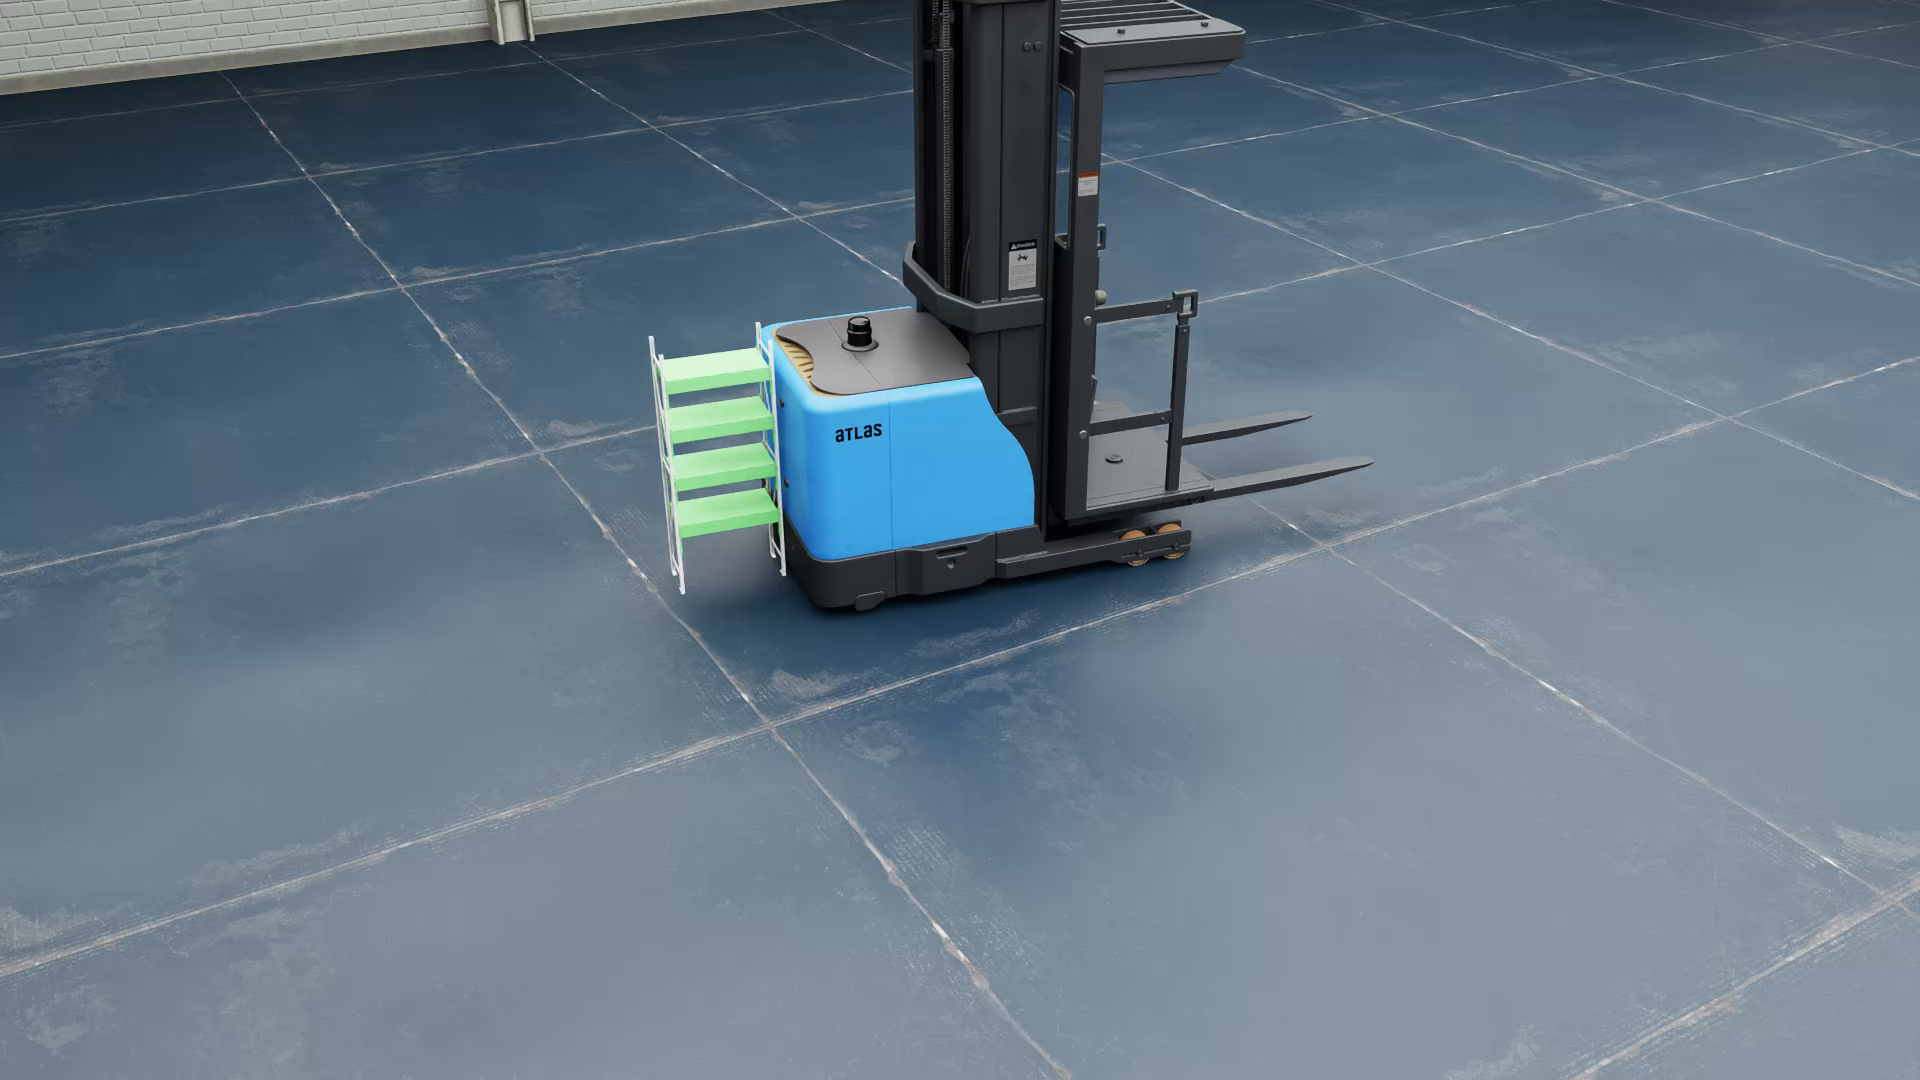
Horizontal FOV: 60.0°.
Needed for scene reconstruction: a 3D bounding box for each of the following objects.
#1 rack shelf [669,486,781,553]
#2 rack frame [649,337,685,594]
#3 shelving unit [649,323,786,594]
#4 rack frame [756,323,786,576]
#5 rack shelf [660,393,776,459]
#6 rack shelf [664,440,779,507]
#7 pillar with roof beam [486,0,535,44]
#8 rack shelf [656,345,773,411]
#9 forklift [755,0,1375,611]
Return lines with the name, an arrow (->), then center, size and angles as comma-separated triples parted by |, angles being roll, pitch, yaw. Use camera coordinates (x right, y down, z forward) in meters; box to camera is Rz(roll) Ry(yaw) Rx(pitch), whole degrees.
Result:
rack shelf -> -1.108, -0.101, 7.820 | 0.480, 0.148, 0.258 | -10, 30, -18
rack frame -> -1.337, -0.326, 7.599 | 0.015, 1.200, 0.240 | -10, 30, -18
shelving unit -> -1.108, -0.367, 7.673 | 0.503, 1.200, 0.258 | -10, 30, -18
rack frame -> -0.879, -0.408, 7.747 | 0.015, 1.200, 0.240 | -10, 30, -18
rack shelf -> -1.108, -0.521, 7.588 | 0.480, 0.148, 0.258 | -10, 30, -18
rack shelf -> -1.108, -0.311, 7.704 | 0.480, 0.148, 0.258 | -10, 30, -18
pillar with roof beam -> -2.694, -7.602, 12.712 | 0.400, 9.000, 9.100 | -16, 33, -26
rack shelf -> -1.108, -0.731, 7.472 | 0.480, 0.148, 0.258 | -10, 30, -18
forklift -> 0.592, -1.388, 7.732 | 3.031, 2.935, 1.130 | -10, 30, -18
